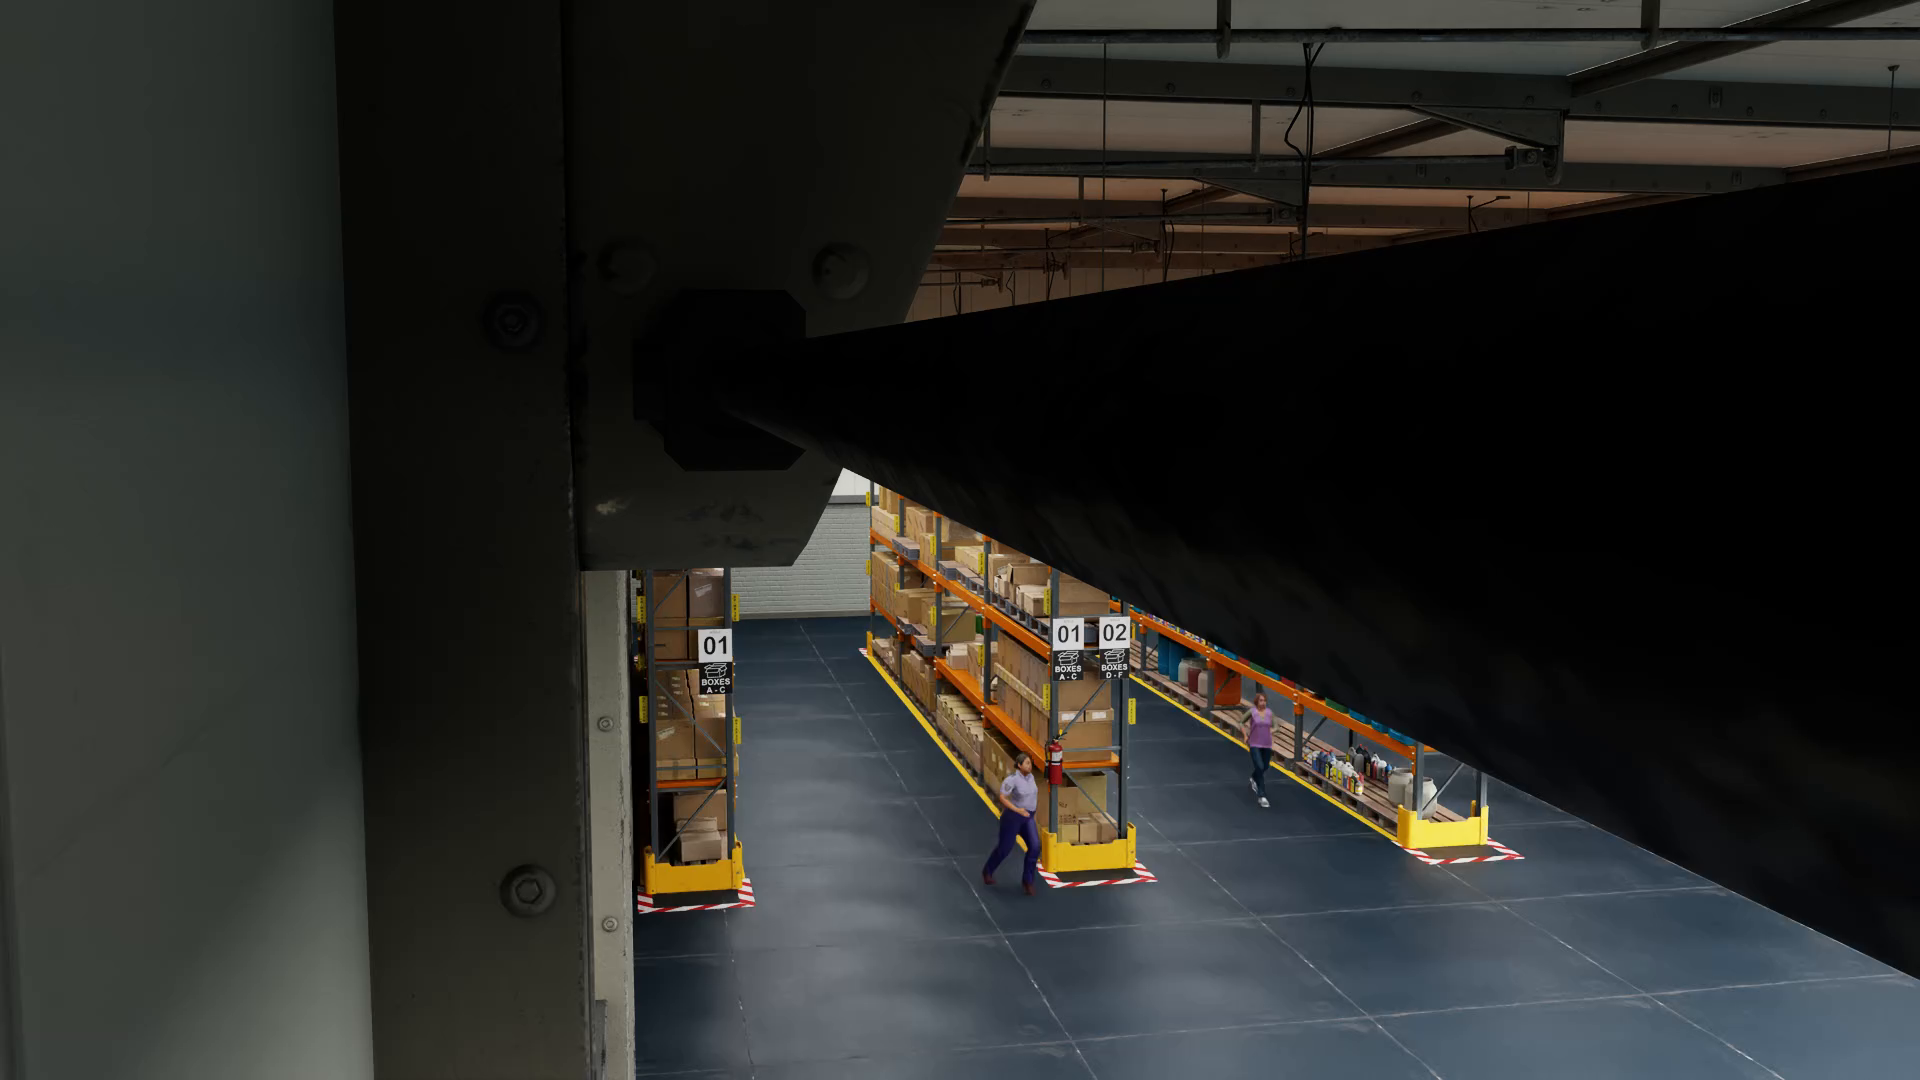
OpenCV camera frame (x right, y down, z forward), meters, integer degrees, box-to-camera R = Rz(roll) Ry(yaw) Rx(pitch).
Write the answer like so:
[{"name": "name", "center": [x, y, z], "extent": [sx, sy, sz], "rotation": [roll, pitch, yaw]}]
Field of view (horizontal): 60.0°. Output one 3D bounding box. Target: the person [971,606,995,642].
[{"name": "person", "center": [0.456, 1.639, 36.499], "extent": [0.671, 1.732, 0.689], "rotation": [-3, 7, -24]}]

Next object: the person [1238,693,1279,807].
[{"name": "person", "center": [4.353, 2.998, 24.154], "extent": [0.537, 1.585, 0.894], "rotation": [-1, 6, -11]}]

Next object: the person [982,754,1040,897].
[{"name": "person", "center": [0.718, 3.429, 20.193], "extent": [0.693, 1.676, 0.787], "rotation": [-5, 8, -39]}]
